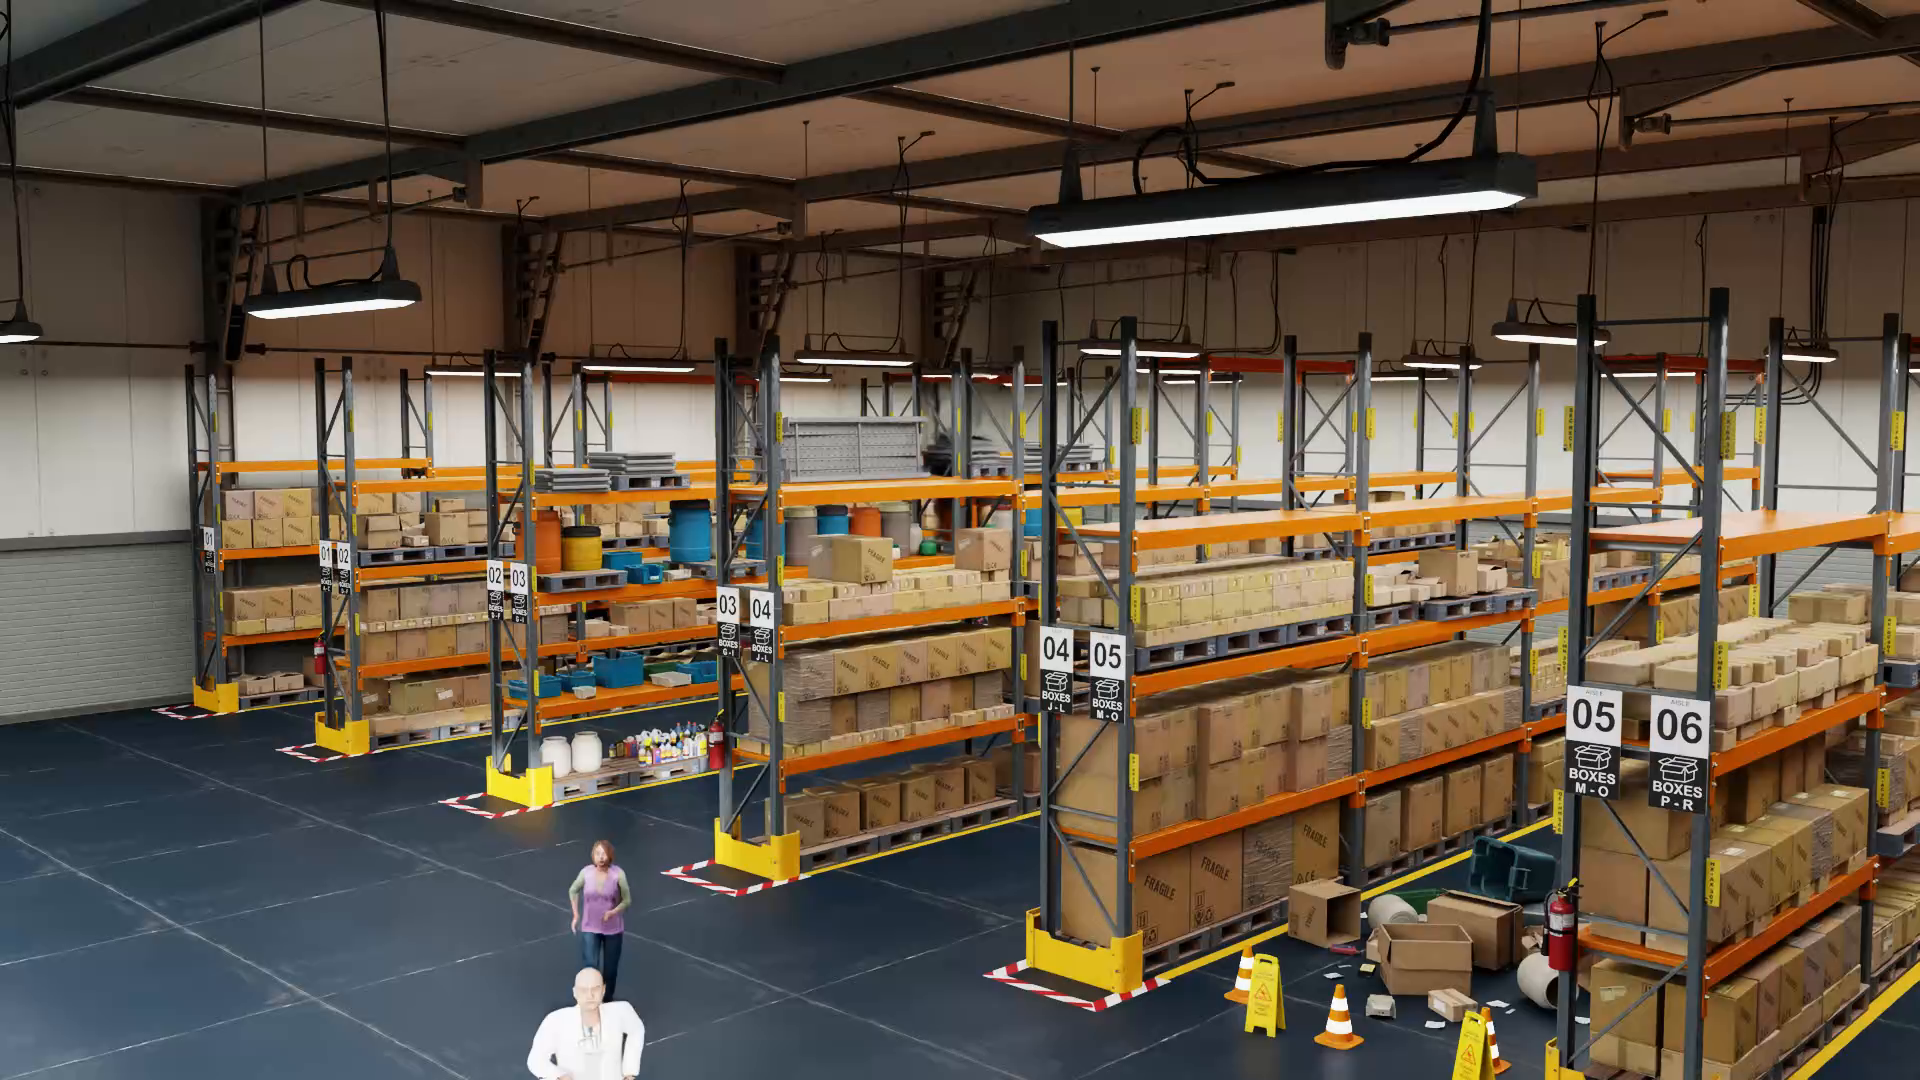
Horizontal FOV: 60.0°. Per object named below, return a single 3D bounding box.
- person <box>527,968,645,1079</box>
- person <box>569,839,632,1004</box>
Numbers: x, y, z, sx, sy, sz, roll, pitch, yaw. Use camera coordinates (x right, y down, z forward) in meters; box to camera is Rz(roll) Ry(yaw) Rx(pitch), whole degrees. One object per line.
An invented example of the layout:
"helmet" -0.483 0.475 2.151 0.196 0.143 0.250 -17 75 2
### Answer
"person" -2.276 3.495 10.160 0.692 1.811 0.959 -1 4 -10
"person" -3.026 3.303 13.996 0.522 1.564 0.591 -1 4 -11
